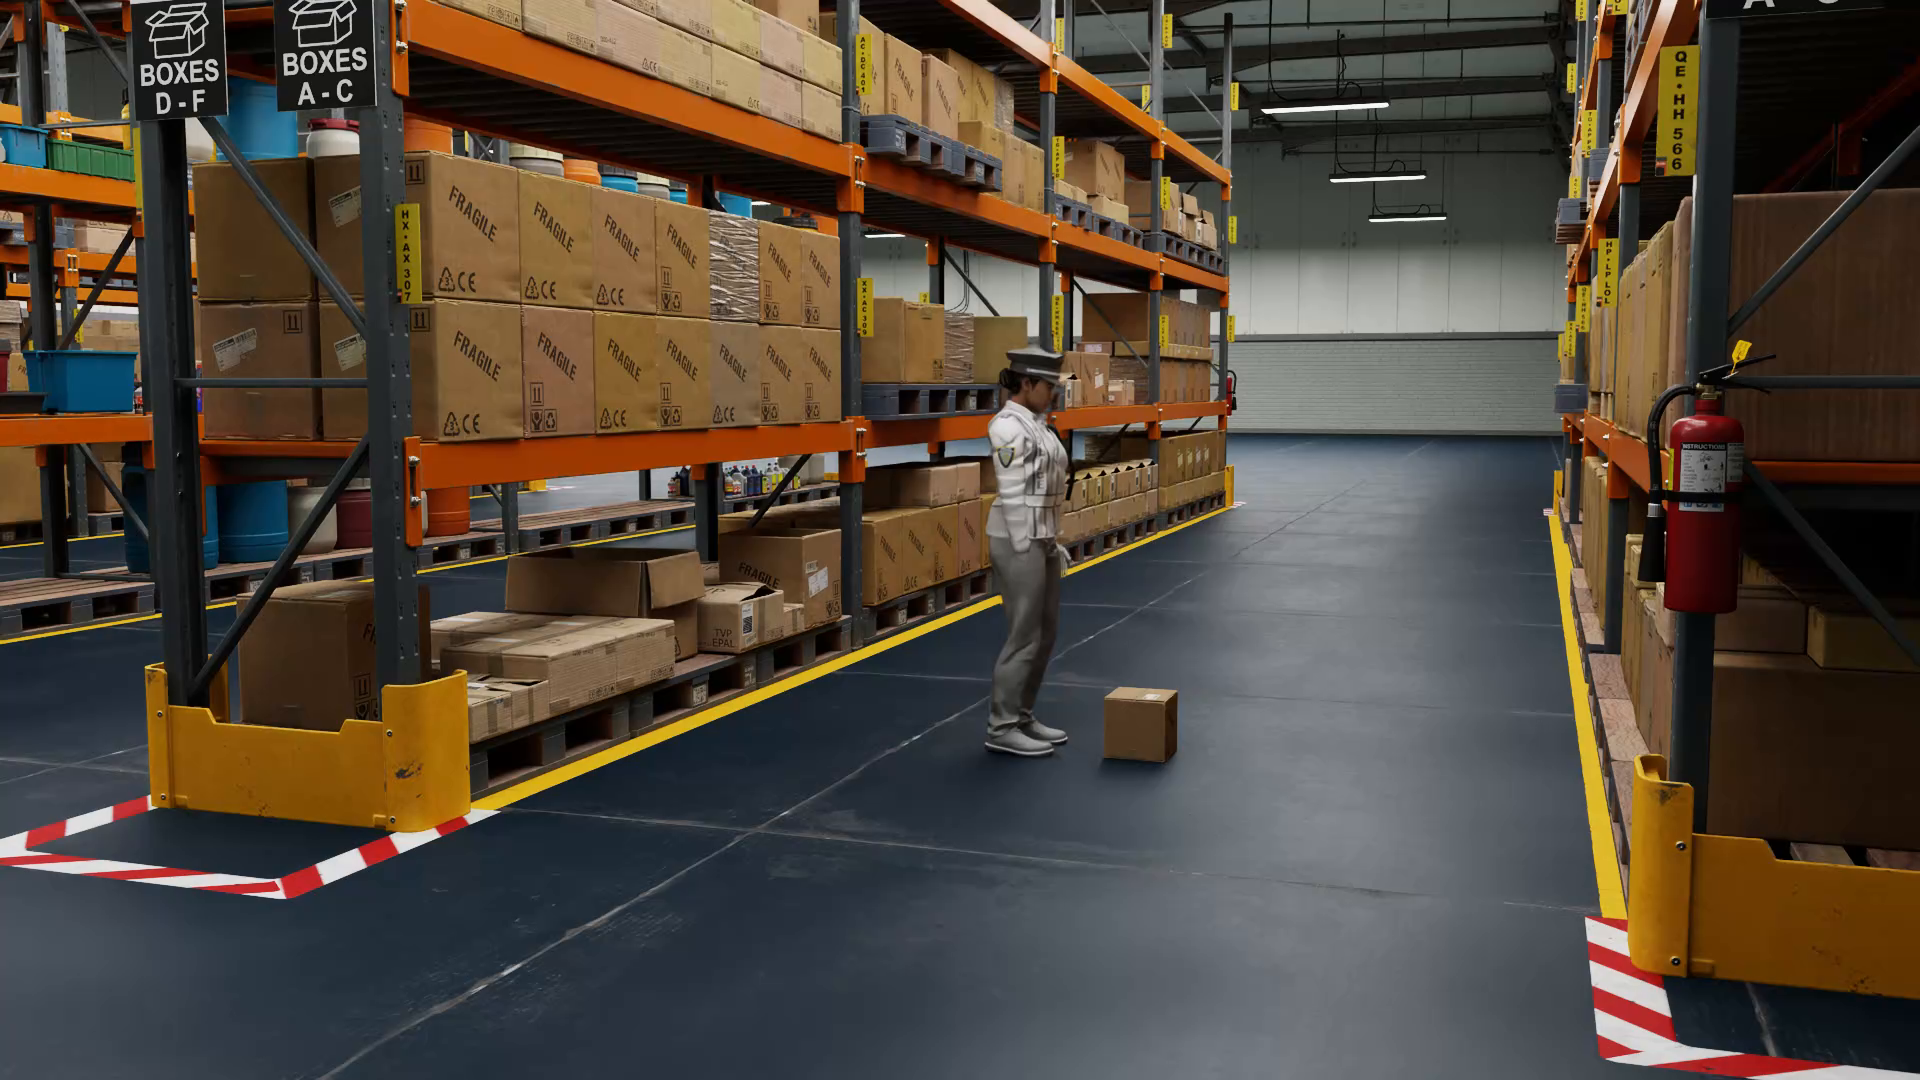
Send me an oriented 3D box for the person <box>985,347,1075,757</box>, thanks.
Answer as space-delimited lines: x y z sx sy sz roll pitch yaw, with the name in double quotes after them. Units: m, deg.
0.286 0.039 6.879 0.327 1.662 0.473 2 6 20 "person"
